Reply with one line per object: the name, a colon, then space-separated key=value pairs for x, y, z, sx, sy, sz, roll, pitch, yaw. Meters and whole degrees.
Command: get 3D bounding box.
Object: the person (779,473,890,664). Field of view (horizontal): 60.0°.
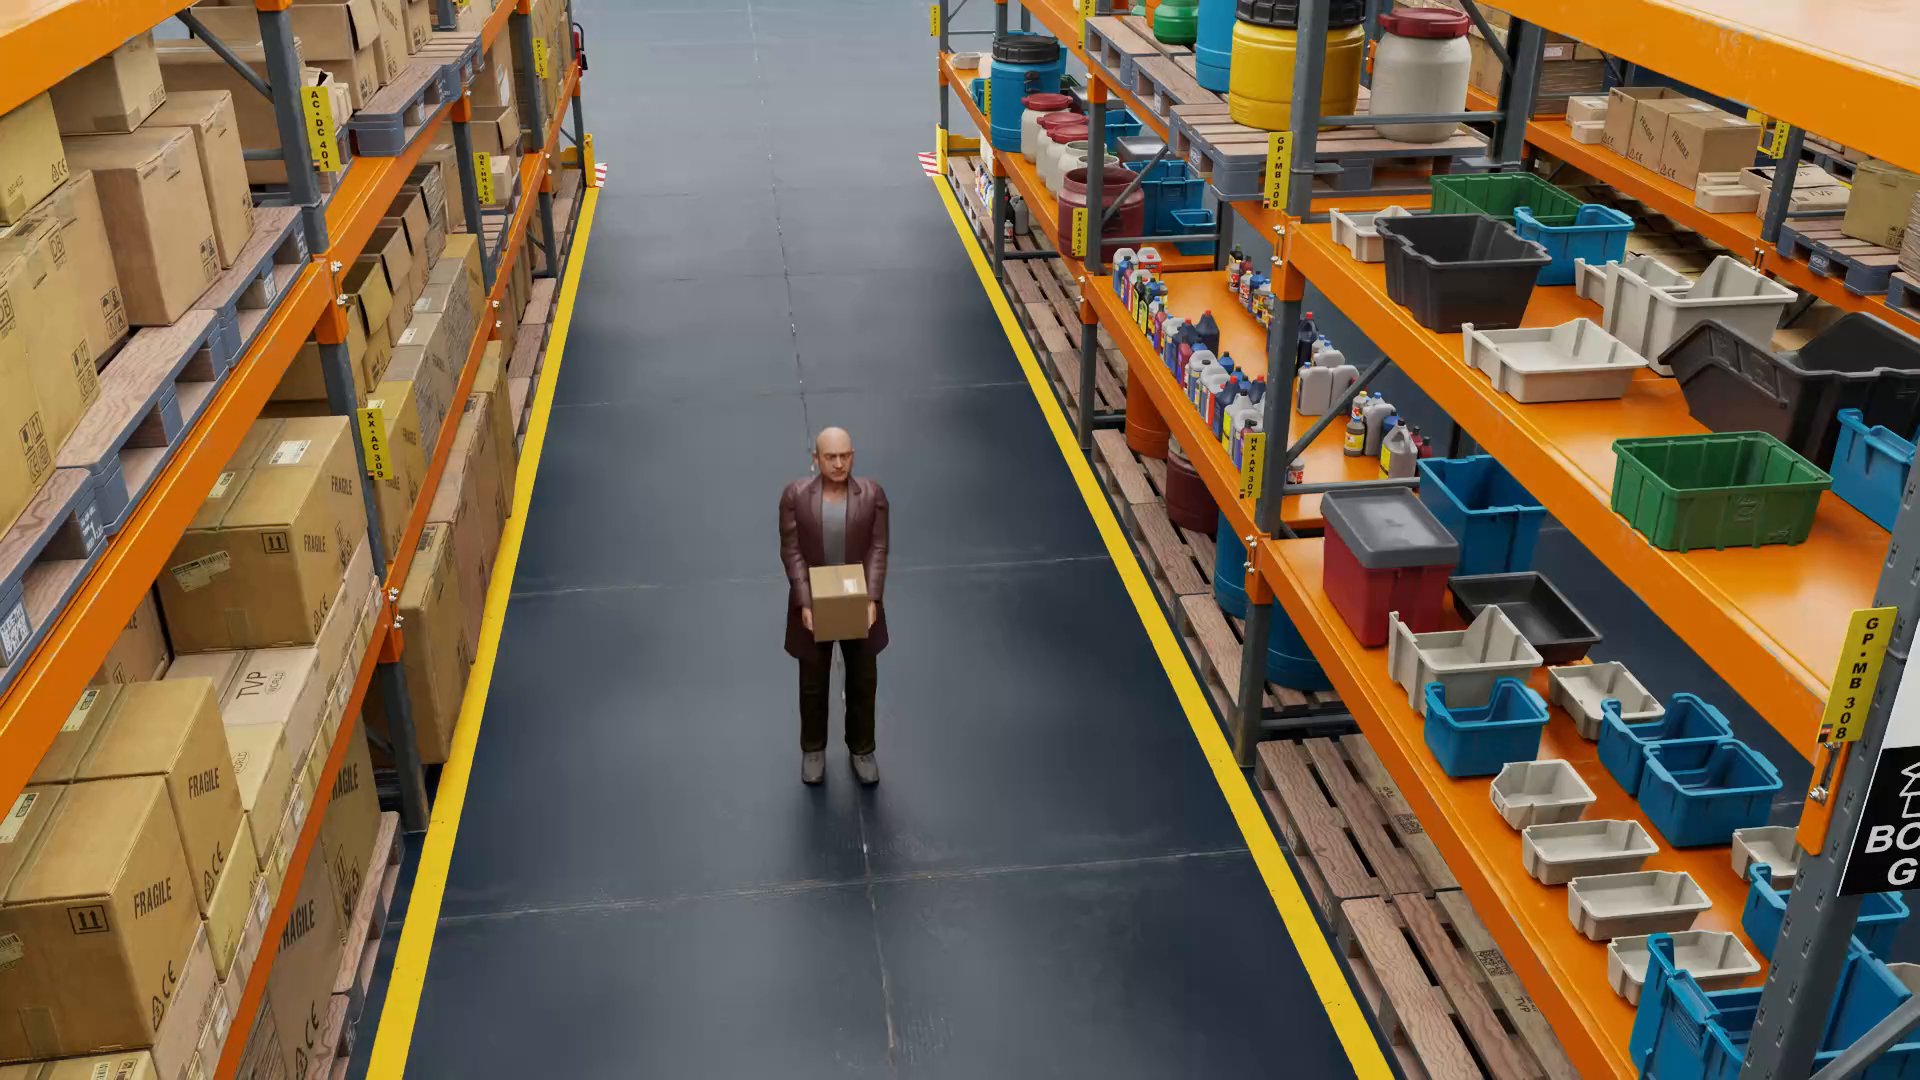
person: x=-0.585 y=0.143 z=7.864 sx=0.533 sy=0.891 sz=0.466 roll=-4 pitch=27 yaw=-7
